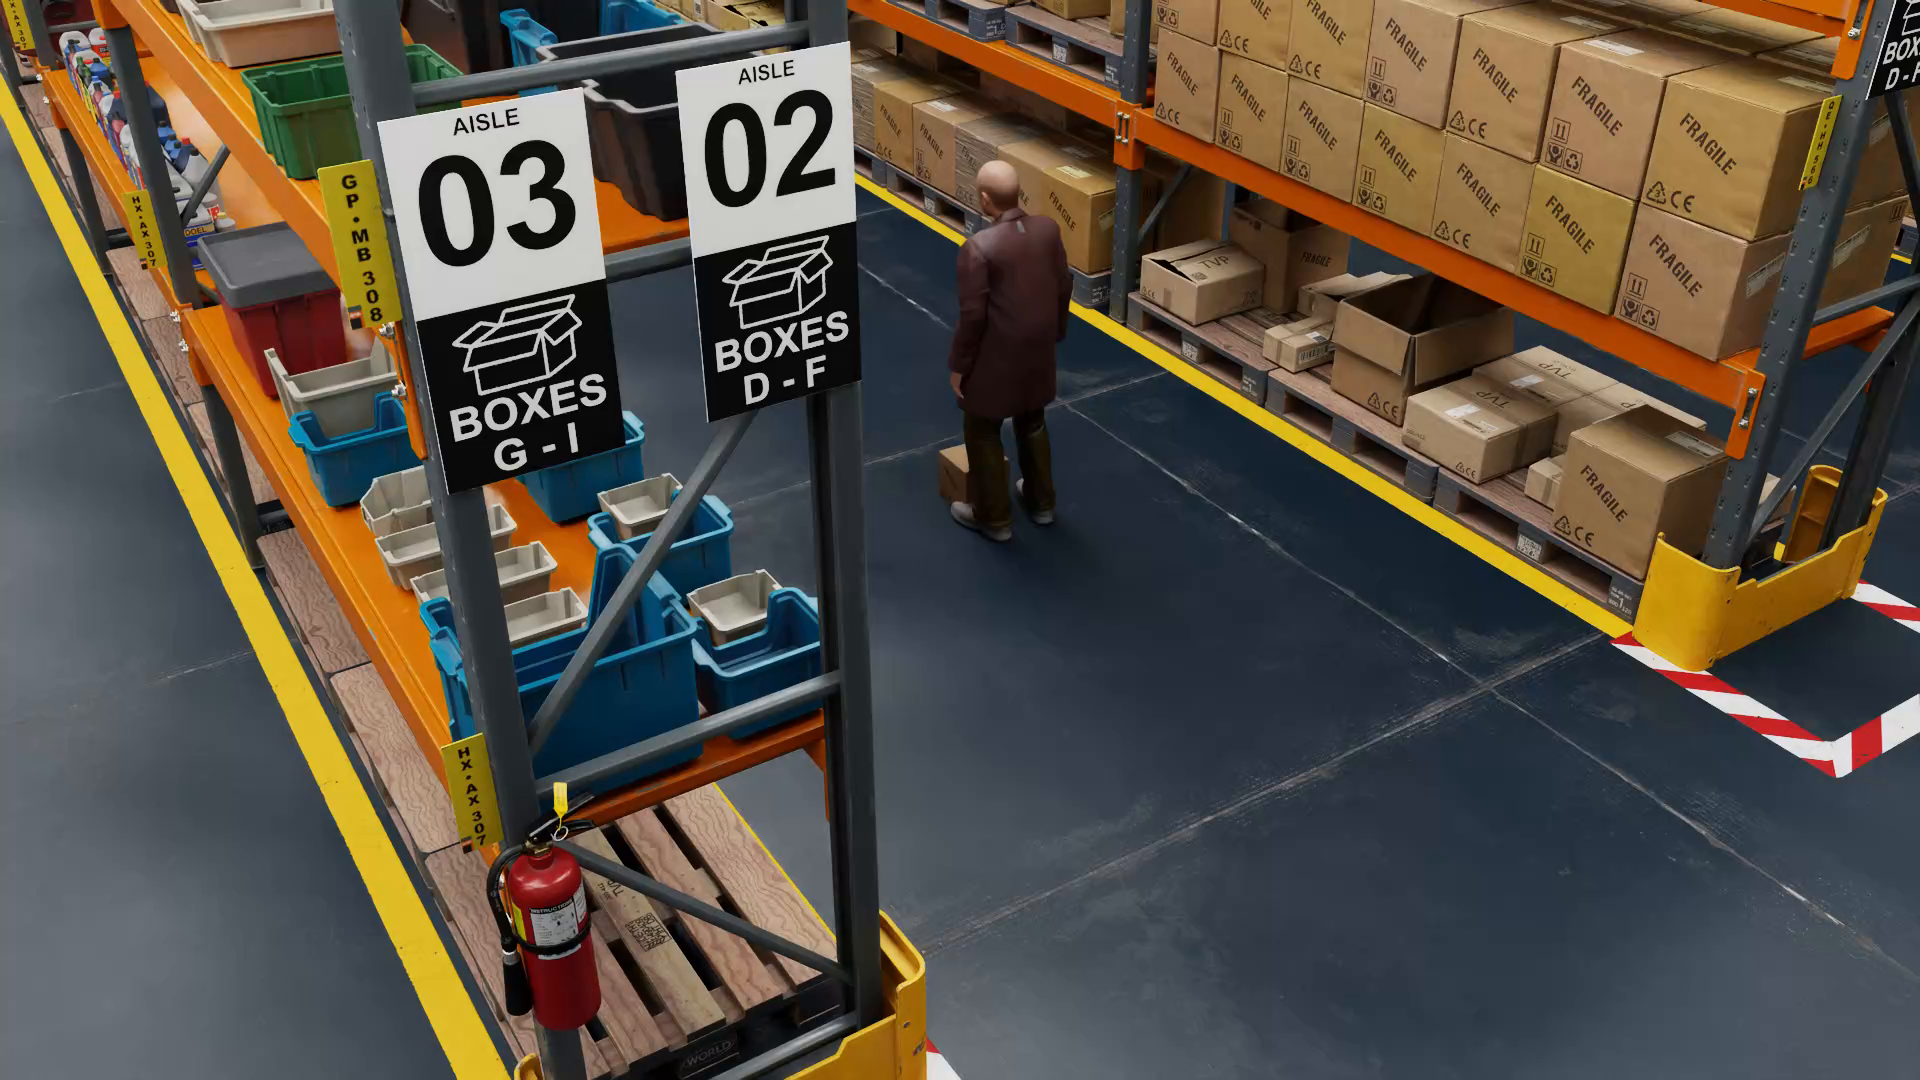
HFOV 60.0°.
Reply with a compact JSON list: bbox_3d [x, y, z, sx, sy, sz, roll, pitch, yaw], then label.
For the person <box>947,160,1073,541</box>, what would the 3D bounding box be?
[{"bbox_3d":[0.210,-0.837,7.483,0.638,1.772,0.428,-21,38,-29],"label":"person"}]
